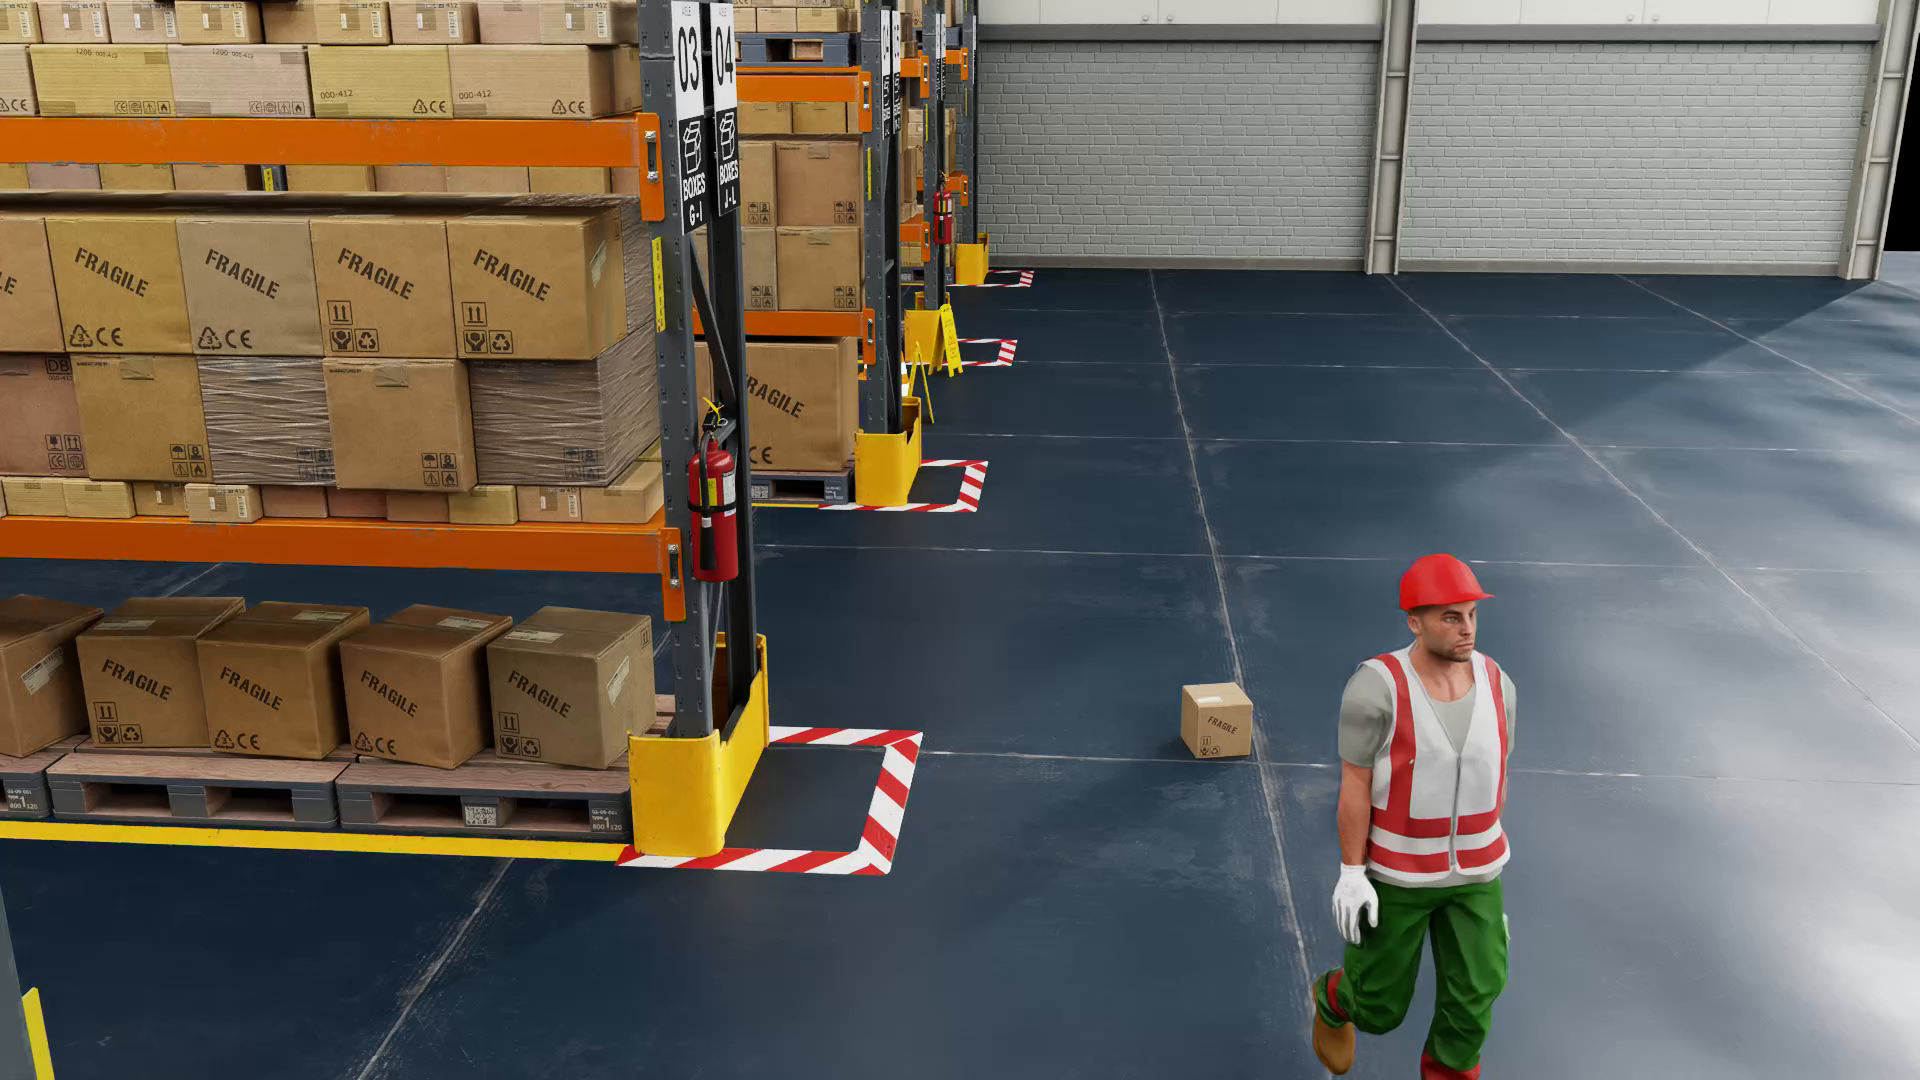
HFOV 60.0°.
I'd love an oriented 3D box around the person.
[{"bbox_3d":[1.270,0.889,4.611,0.539,1.766,0.757,-2,17,-7],"label":"person"}]
